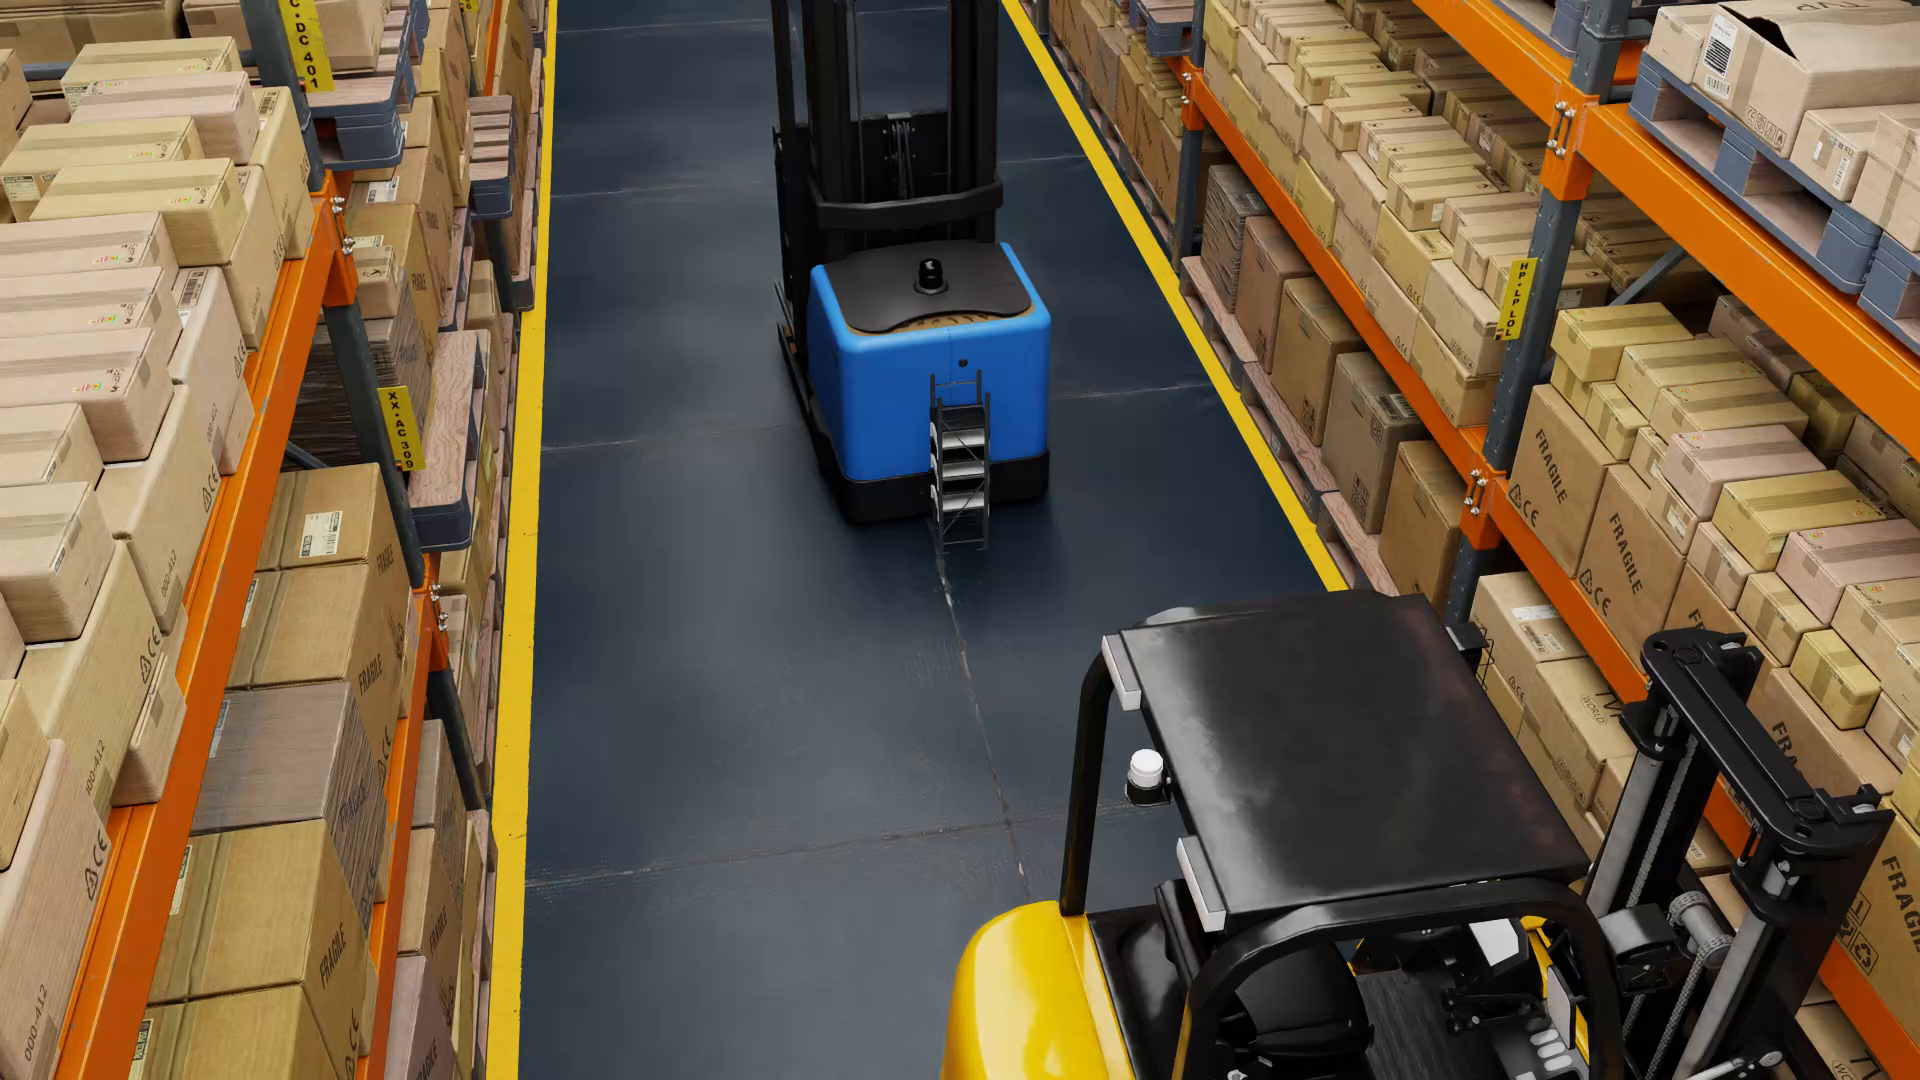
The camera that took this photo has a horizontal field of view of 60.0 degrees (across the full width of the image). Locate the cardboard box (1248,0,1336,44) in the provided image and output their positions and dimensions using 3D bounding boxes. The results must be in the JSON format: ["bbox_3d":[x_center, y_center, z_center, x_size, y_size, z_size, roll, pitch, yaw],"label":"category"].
[{"bbox_3d":[1.699,-2.668,8.529,0.380,0.149,0.250,-5,38,-7],"label":"cardboard box"}]

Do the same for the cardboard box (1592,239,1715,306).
[{"bbox_3d":[2.666,-1.025,6.415,0.380,0.149,0.250,-7,38,-9],"label":"cardboard box"}]

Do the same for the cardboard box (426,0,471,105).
[{"bbox_3d":[-2.718,-2.452,8.195,0.500,0.500,0.500,-7,38,-9],"label":"cardboard box"}]

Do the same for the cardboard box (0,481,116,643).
[{"bbox_3d":[-1.647,0.047,2.754,0.380,0.149,0.250,-5,38,-7],"label":"cardboard box"}]

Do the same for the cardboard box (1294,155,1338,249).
[{"bbox_3d":[1.922,-1.629,7.924,0.500,0.250,0.500,-5,38,-6],"label":"cardboard box"}]

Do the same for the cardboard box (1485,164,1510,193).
[{"bbox_3d":[2.523,-1.583,7.457,0.500,0.250,0.500,-7,38,-9],"label":"cardboard box"}]

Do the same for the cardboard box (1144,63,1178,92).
[{"bbox_3d":[1.398,-2.942,10.658,0.380,0.149,0.250,-7,38,-9],"label":"cardboard box"}]

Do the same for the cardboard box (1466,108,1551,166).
[{"bbox_3d":[2.494,-1.801,7.413,0.380,0.149,0.250,-7,38,-8],"label":"cardboard box"}]

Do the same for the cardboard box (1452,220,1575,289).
[{"bbox_3d":[2.175,-1.126,6.545,0.380,0.149,0.250,-7,38,-9],"label":"cardboard box"}]

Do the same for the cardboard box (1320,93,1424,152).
[{"bbox_3d":[1.862,-1.893,7.531,0.380,0.149,0.250,-7,38,-9],"label":"cardboard box"}]

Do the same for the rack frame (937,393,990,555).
[{"bbox_3d":[0.016,-0.299,7.801,0.240,0.900,0.006,-6,38,-8],"label":"rack frame"}]

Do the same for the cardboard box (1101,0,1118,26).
[{"bbox_3d":[1.205,-3.734,11.678,0.380,0.149,0.250,-5,38,-6],"label":"cardboard box"}]

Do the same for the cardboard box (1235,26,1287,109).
[{"bbox_3d":[1.739,-2.452,8.576,0.500,0.250,0.500,-5,38,-7],"label":"cardboard box"}]

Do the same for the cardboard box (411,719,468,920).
[{"bbox_3d":[-2.002,0.994,5.713,0.500,0.500,0.500,-7,38,-9],"label":"cardboard box"}]

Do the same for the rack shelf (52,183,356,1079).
[{"bbox_3d":[-2.019,0.349,3.397,1.077,0.370,4.000,-6,38,-8],"label":"rack shelf"}]

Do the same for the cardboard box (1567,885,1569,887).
[{"bbox_3d":[2.379,1.058,6.241,0.500,0.250,0.500,-7,38,-9],"label":"cardboard box"}]

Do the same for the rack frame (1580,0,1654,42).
[{"bbox_3d":[2.516,-2.863,4.501,1.000,3.000,0.127,-6,38,-8],"label":"rack frame"}]

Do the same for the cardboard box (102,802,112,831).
[{"bbox_3d":[-1.672,0.518,2.798,0.380,0.149,0.250,-7,38,-9],"label":"cardboard box"}]

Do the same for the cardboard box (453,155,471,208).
[{"bbox_3d":[-2.477,-1.649,7.690,0.380,0.149,0.250,-6,38,-7],"label":"cardboard box"}]

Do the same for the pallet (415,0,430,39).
[{"bbox_3d":[-2.558,-2.079,6.089,1.213,0.211,1.003,-6,38,-8],"label":"pallet"}]

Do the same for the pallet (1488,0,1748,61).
[{"bbox_3d":[2.349,-2.135,6.164,0.805,0.209,1.217,-8,39,-10],"label":"pallet"}]

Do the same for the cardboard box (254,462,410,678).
[{"bbox_3d":[-2.047,0.126,5.218,0.500,0.500,0.500,-7,38,-9],"label":"cardboard box"}]

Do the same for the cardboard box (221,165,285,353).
[{"bbox_3d":[-1.938,-0.658,3.987,0.500,0.250,0.500,-7,38,-9],"label":"cardboard box"}]

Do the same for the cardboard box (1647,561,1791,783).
[{"bbox_3d":[2.534,0.381,5.133,0.500,0.500,0.500,-7,38,-8],"label":"cardboard box"}]

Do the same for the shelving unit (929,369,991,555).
[{"bbox_3d":[-0.001,-0.360,7.880,0.258,0.900,0.210,-6,38,-8],"label":"shelving unit"}]

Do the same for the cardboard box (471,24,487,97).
[{"bbox_3d":[-2.909,-2.638,9.222,0.500,0.250,0.500,-7,38,-9],"label":"cardboard box"}]

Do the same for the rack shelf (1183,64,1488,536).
[{"bbox_3d":[2.166,-1.418,8.117,1.077,0.370,4.000,-6,38,-8],"label":"rack shelf"}]

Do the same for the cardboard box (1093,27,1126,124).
[{"bbox_3d":[1.248,-3.252,11.586,0.500,0.500,0.500,-8,38,-10],"label":"cardboard box"}]

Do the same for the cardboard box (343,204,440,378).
[{"bbox_3d":[-2.258,-0.898,6.194,0.500,0.500,0.500,-6,38,-8],"label":"cardboard box"}]

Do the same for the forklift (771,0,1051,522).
[{"bbox_3d":[-0.415,-2.154,8.533,1.130,2.935,3.031,-9,39,-11],"label":"forklift"}]

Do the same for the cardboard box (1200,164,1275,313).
[{"bbox_3d":[1.911,-1.760,9.564,0.875,0.625,0.625,-5,38,-7],"label":"cardboard box"}]

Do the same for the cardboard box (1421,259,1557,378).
[{"bbox_3d":[2.178,-0.902,6.580,0.500,0.250,0.500,-7,38,-9],"label":"cardboard box"}]

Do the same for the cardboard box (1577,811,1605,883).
[{"bbox_3d":[2.464,1.162,5.700,0.500,0.250,0.500,-7,38,-8],"label":"cardboard box"}]

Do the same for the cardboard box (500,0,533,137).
[{"bbox_3d":[-3.419,-3.206,11.222,0.875,0.875,0.875,-5,38,-7],"label":"cardboard box"}]

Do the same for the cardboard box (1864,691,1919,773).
[{"bbox_3d":[2.677,0.514,4.433,0.380,0.149,0.250,-6,38,-8],"label":"cardboard box"}]

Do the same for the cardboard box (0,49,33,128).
[{"bbox_3d":[-2.636,-1.133,4.273,0.380,0.149,0.250,-7,38,-9],"label":"cardboard box"}]

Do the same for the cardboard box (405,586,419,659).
[{"bbox_3d":[-2.013,0.302,5.521,0.380,0.149,0.250,-7,38,-8],"label":"cardboard box"}]

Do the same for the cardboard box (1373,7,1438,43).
[{"bbox_3d":[2.324,-2.582,8.418,0.380,0.149,0.250,-7,38,-9],"label":"cardboard box"}]

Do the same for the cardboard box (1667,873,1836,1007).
[{"bbox_3d":[2.555,1.284,5.136,0.500,0.250,0.500,-7,38,-9],"label":"cardboard box"}]

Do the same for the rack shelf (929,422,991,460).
[{"bbox_3d":[-0.001,-0.476,7.790,0.258,0.077,0.200,-6,38,-8],"label":"rack shelf"}]

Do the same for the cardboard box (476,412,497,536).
[{"bbox_3d":[-2.717,-0.257,7.835,0.950,0.372,0.625,-5,38,-6],"label":"cardboard box"}]

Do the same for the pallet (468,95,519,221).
[{"bbox_3d":[-2.841,-1.880,8.281,1.213,0.211,1.003,-6,38,-8],"label":"pallet"}]

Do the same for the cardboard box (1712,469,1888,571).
[{"bbox_3d":[2.484,-0.061,4.931,0.380,0.149,0.250,-7,38,-9],"label":"cardboard box"}]

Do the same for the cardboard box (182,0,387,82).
[{"bbox_3d":[-2.078,-1.645,5.158,0.500,0.250,0.500,-7,38,-9],"label":"cardboard box"}]

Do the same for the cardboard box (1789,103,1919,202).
[{"bbox_3d":[2.431,-1.017,4.350,0.380,0.149,0.250,-5,38,-7],"label":"cardboard box"}]

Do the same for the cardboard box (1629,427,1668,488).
[{"bbox_3d":[2.433,-0.259,5.428,0.380,0.149,0.250,-6,38,-8],"label":"cardboard box"}]

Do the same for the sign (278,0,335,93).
[{"bbox_3d":[-1.837,-1.410,4.653,0.100,0.325,0.005,-6,38,-8],"label":"sign"}]

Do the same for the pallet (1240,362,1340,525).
[{"bbox_3d":[2.131,-0.572,8.715,1.003,0.211,1.213,-6,38,-8],"label":"pallet"}]

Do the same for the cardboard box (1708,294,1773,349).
[{"bbox_3d":[2.870,-0.747,5.814,0.380,0.149,0.250,-6,38,-8],"label":"cardboard box"}]

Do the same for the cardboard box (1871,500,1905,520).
[{"bbox_3d":[2.977,-0.003,5.098,0.380,0.149,0.250,-5,38,-6],"label":"cardboard box"}]

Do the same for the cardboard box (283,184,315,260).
[{"bbox_3d":[-2.014,-0.886,4.605,0.380,0.149,0.250,-6,38,-8],"label":"cardboard box"}]

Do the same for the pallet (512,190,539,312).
[{"bbox_3d":[-3.135,-1.757,10.240,1.003,0.211,1.213,-6,38,-8],"label":"pallet"}]

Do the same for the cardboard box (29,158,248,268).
[{"bbox_3d":[-1.846,-0.732,3.757,0.380,0.149,0.250,-5,38,-7],"label":"cardboard box"}]
